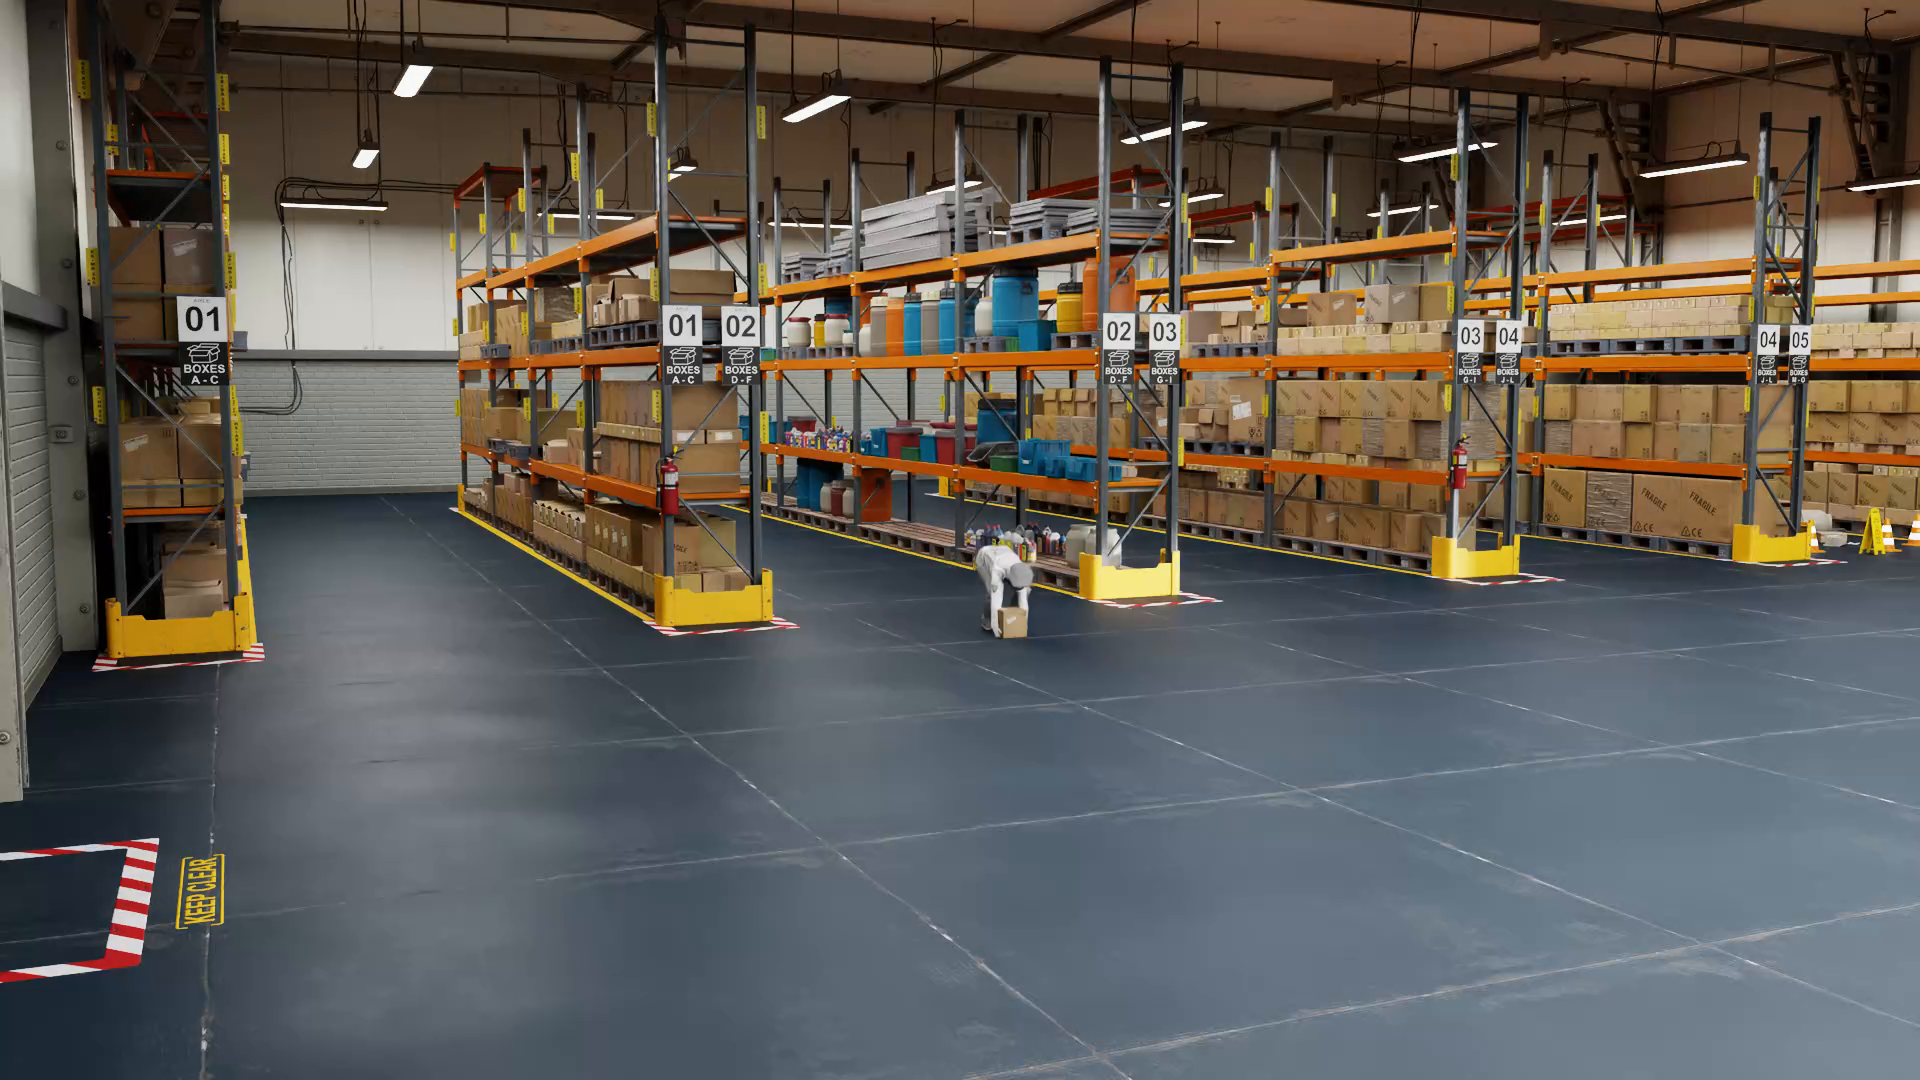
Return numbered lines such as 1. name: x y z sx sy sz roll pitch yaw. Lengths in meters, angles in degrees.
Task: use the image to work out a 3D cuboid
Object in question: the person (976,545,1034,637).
1. person: 0.446 0.491 16.271 0.523 0.841 0.888 -3 6 -26
